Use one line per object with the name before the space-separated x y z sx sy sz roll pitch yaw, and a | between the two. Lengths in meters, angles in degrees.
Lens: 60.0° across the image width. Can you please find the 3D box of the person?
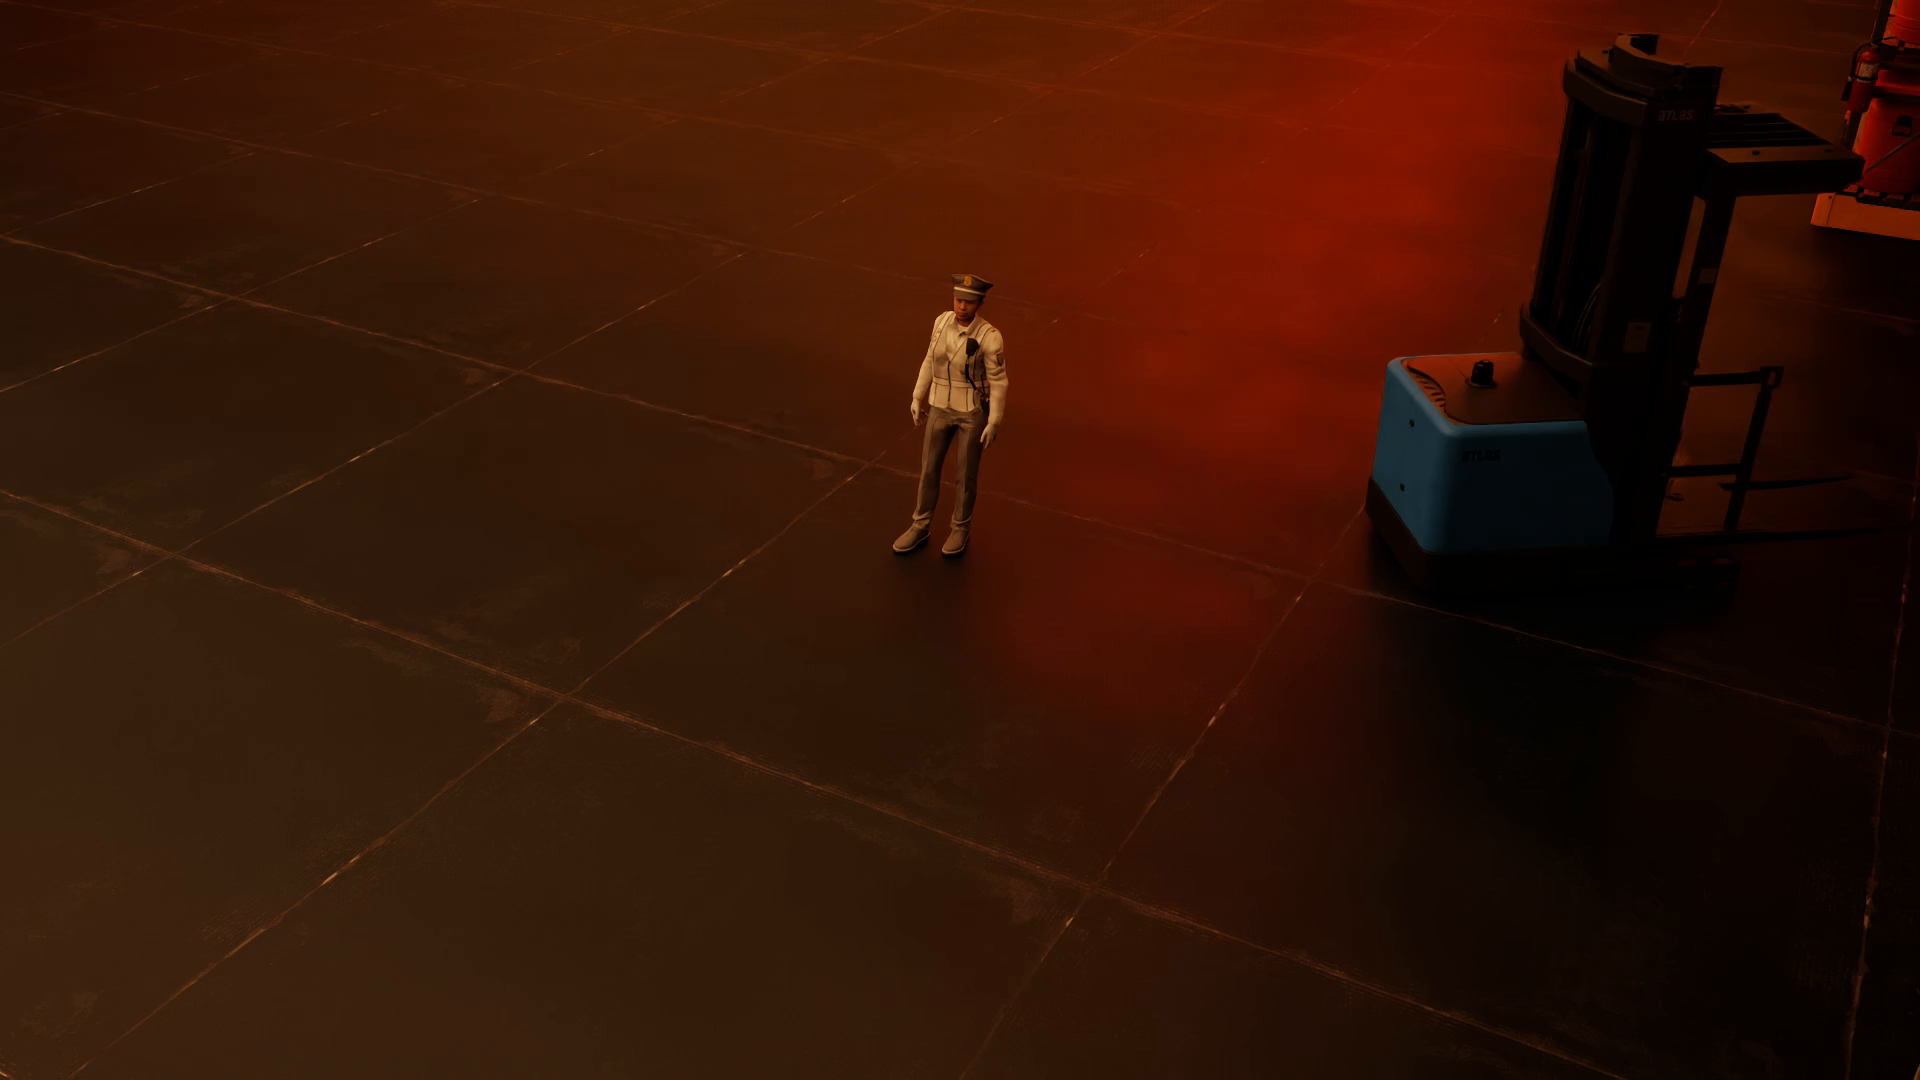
person | -0.040 -0.712 9.527 0.586 1.694 0.530 15 33 25

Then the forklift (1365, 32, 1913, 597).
forklift | 4.029 -1.250 9.237 3.031 2.935 1.130 -3 30 -5
